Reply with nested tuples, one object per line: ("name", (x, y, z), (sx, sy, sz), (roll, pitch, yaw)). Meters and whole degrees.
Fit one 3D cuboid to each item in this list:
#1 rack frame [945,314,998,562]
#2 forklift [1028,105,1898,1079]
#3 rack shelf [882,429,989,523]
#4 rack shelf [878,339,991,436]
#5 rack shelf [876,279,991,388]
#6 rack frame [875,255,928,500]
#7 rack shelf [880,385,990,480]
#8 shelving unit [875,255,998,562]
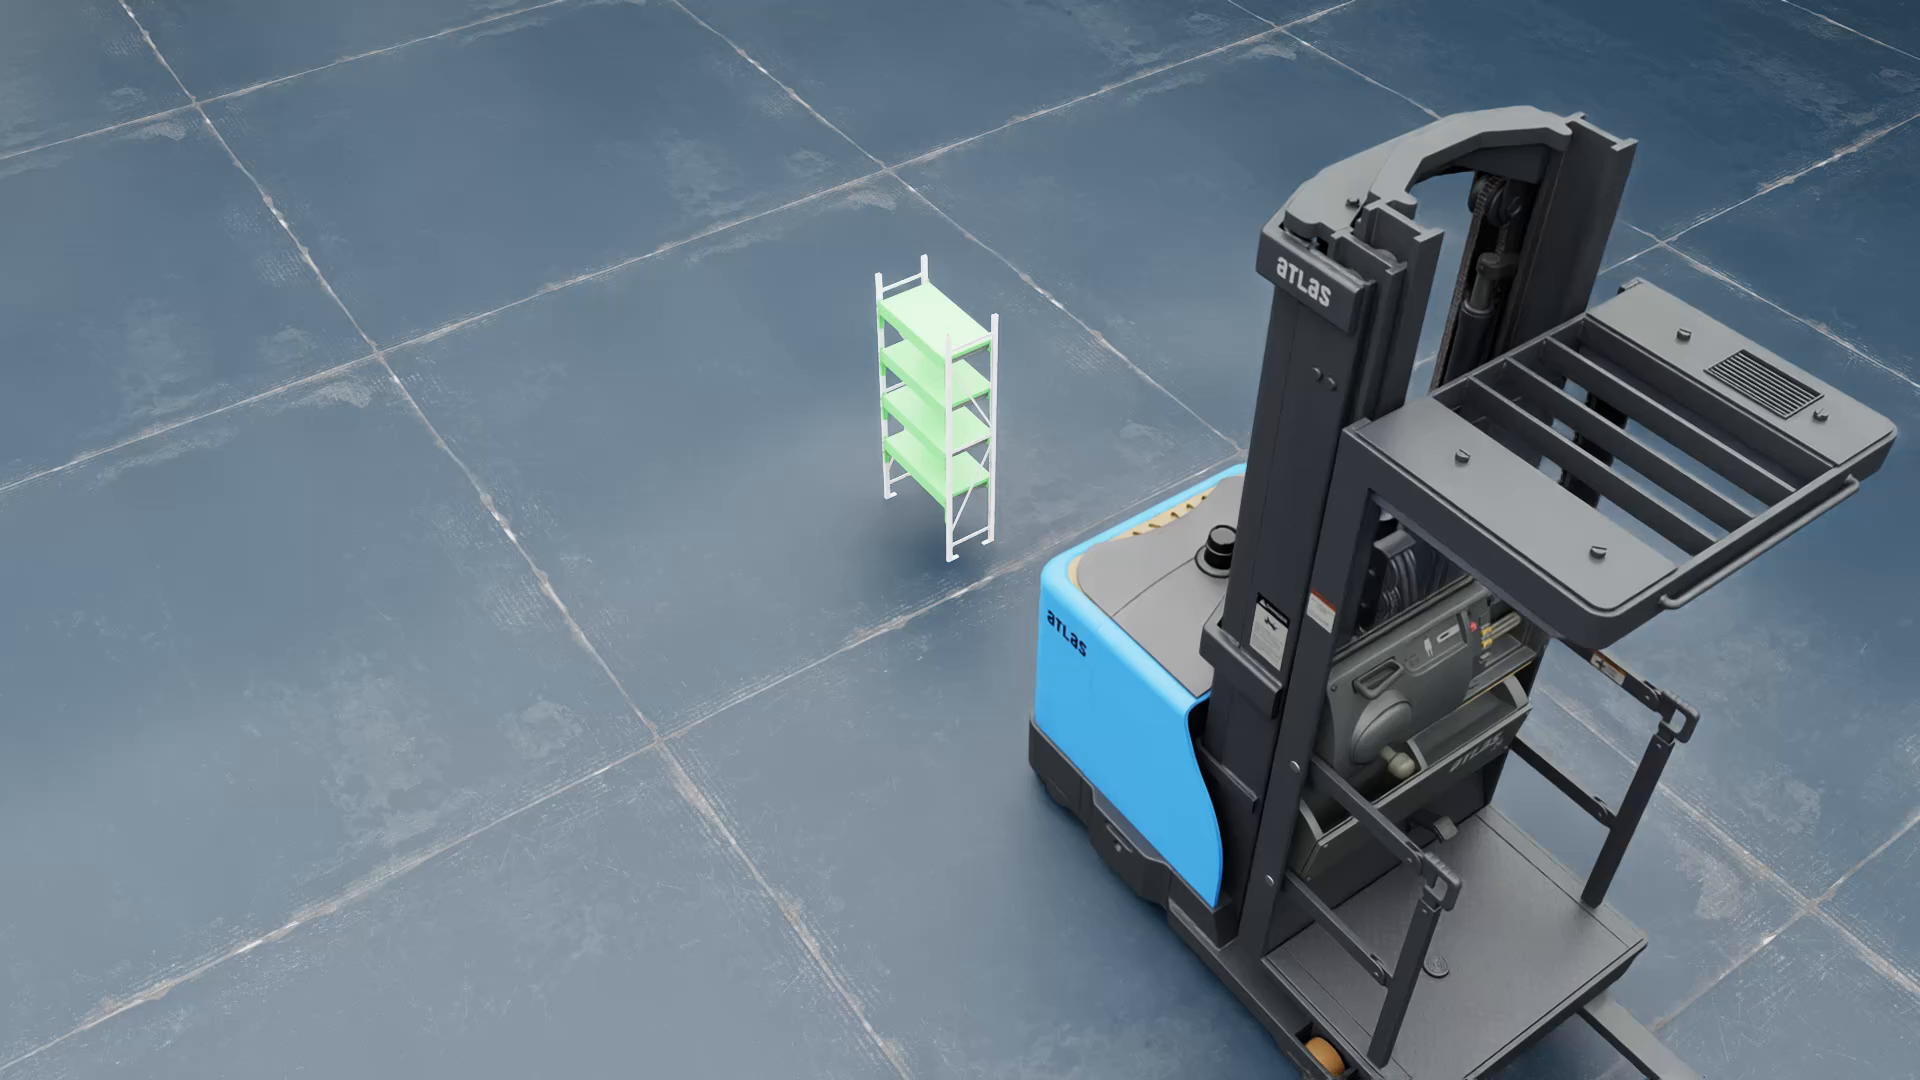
("rack frame", (0.045, -0.390, 6.780), (0.240, 1.200, 0.015), (-26, 49, -24))
("forklift", (1.518, 0.437, 4.660), (1.130, 2.935, 3.031), (-26, 49, -25))
("rack shelf", (-0.095, -0.308, 7.135), (0.258, 0.148, 0.480), (-26, 49, -24))
("rack shelf", (-0.095, -0.655, 6.803), (0.258, 0.148, 0.480), (-26, 49, -24))
("rack shelf", (-0.095, -0.829, 6.638), (0.258, 0.148, 0.480), (-26, 49, -24))
("rack frame", (-0.234, -0.666, 7.070), (0.240, 1.200, 0.015), (-26, 49, -24))
("rack shelf", (-0.095, -0.482, 6.969), (0.258, 0.148, 0.480), (-26, 49, -24))
("shelving unit", (-0.095, -0.528, 6.925), (0.258, 1.200, 0.503), (-26, 49, -24))
